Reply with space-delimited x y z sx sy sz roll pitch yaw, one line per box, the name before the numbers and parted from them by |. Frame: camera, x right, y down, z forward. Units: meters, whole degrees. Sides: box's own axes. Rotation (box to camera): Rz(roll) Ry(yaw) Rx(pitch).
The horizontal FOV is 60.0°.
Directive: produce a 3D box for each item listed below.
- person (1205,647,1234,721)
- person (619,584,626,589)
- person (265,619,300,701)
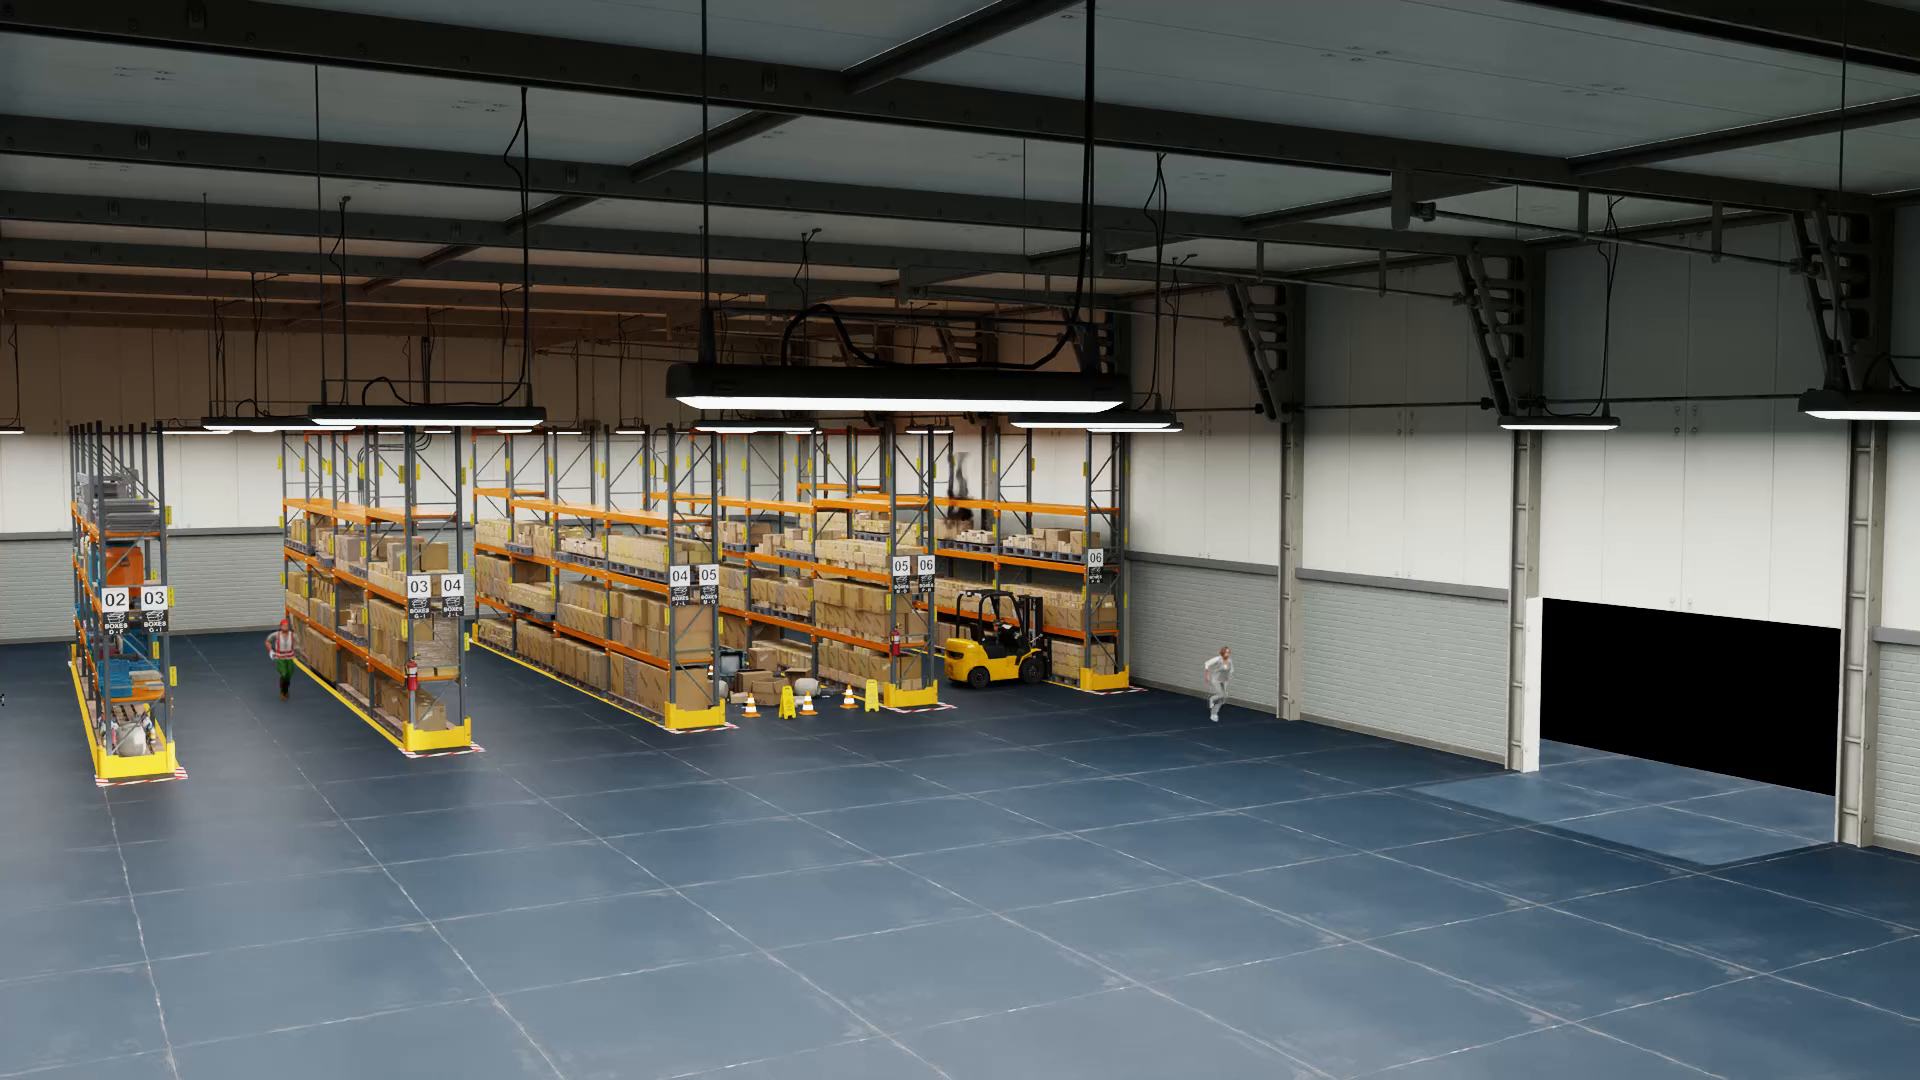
person | 5.263 2.901 33.522 0.526 1.528 0.652 -2 4 -26
person | -9.167 2.073 45.756 0.695 1.690 0.806 -3 5 -45
person | -14.695 2.613 36.162 0.656 1.797 0.771 -3 4 -36
